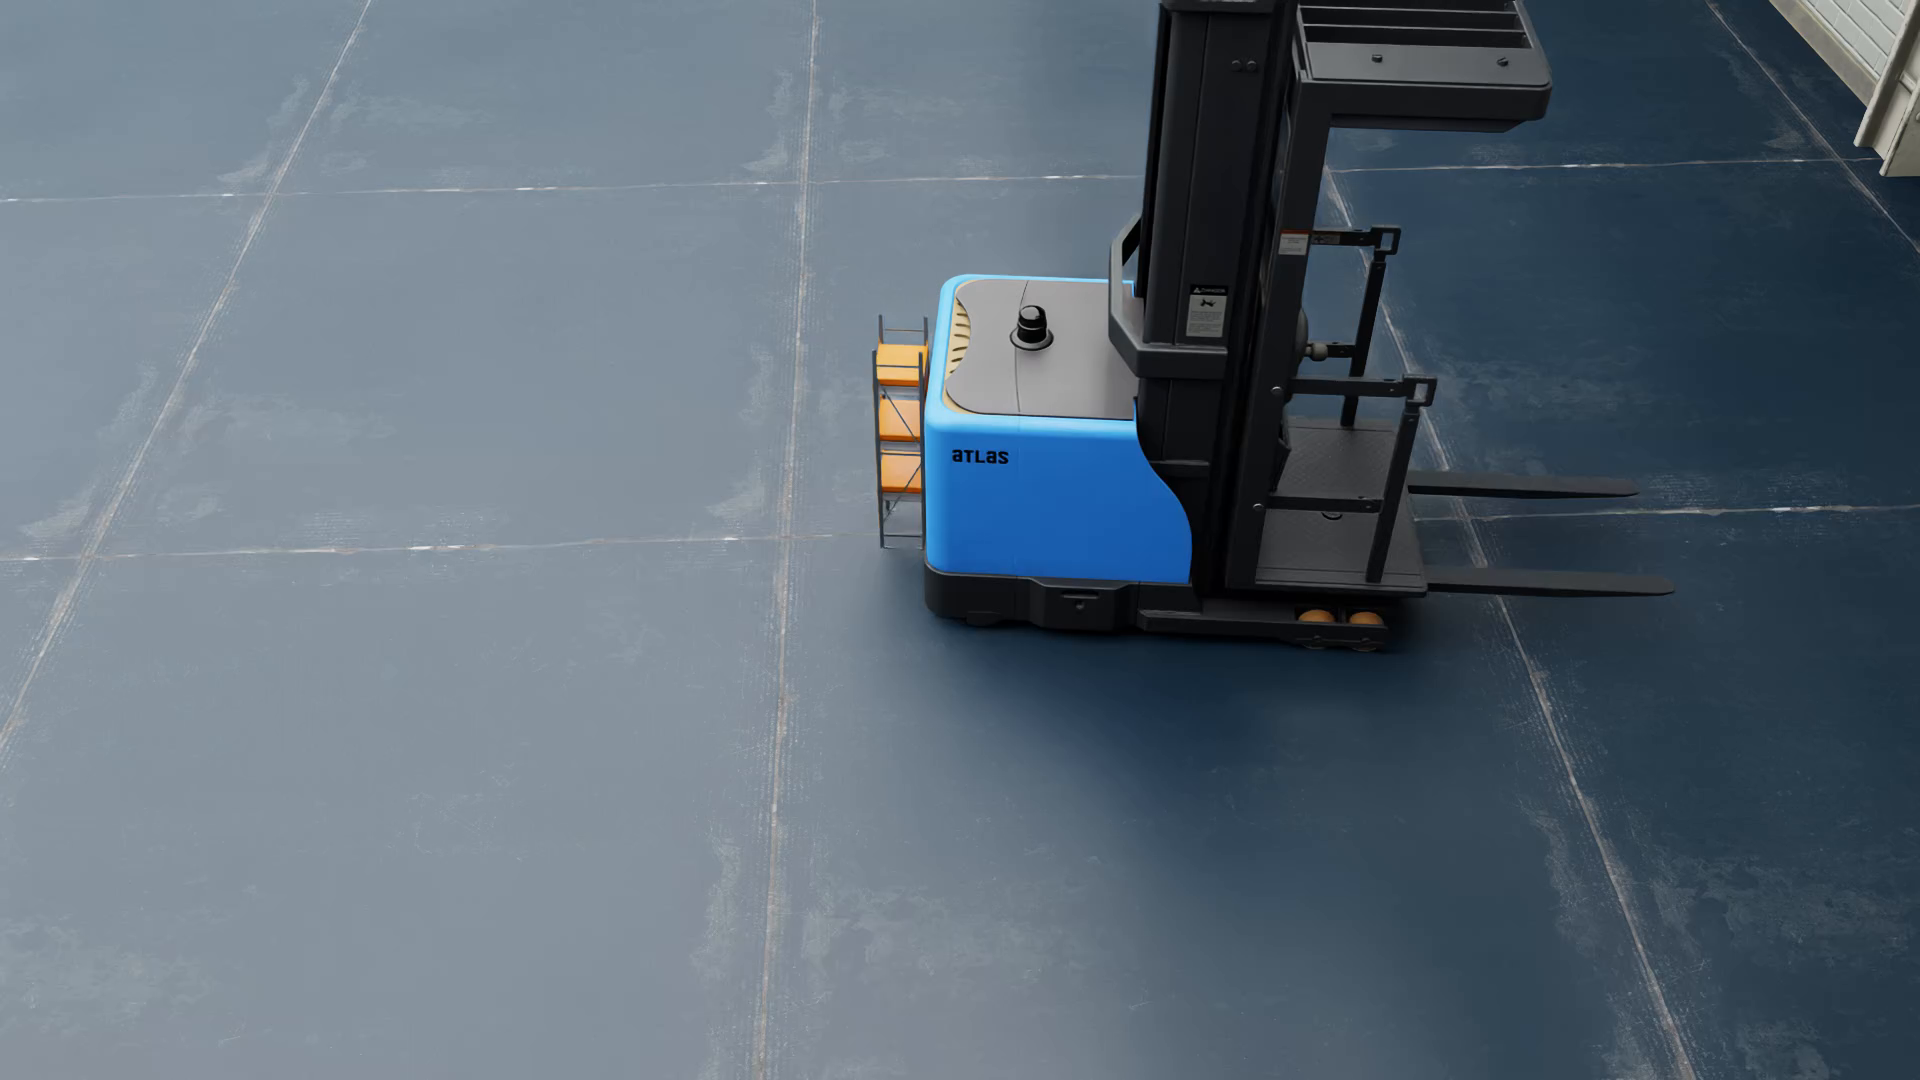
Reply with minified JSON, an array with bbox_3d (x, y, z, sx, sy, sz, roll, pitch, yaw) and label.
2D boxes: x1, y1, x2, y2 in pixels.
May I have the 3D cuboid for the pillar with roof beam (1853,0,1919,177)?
[{"bbox_3d":[1.130,-5.413,6.495,9.100,9.000,0.400,-2,43,-2],"label":"pillar with roof beam"}]

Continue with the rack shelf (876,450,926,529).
[{"bbox_3d":[-0.237,-0.220,7.140,0.215,0.259,0.240,3,43,3],"label":"rack shelf"}]

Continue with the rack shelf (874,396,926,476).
[{"bbox_3d":[-0.237,-0.425,6.952,0.215,0.259,0.240,3,43,3],"label":"rack shelf"}]

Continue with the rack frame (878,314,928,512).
[{"bbox_3d":[-0.229,-0.515,7.035,0.200,1.050,0.008,3,43,3],"label":"rack frame"}]

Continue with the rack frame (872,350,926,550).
[{"bbox_3d":[-0.245,-0.351,6.856,0.200,1.050,0.008,3,43,3],"label":"rack frame"}]

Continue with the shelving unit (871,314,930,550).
[{"bbox_3d":[-0.237,-0.433,6.945,0.215,1.050,0.252,3,43,3],"label":"shelving unit"}]

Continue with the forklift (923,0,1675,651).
[{"bbox_3d":[1.392,-1.002,6.174,3.031,2.935,1.130,3,43,3],"label":"forklift"}]

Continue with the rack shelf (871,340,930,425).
[{"bbox_3d":[-0.237,-0.634,6.761,0.215,0.259,0.240,3,43,3],"label":"rack shelf"}]
